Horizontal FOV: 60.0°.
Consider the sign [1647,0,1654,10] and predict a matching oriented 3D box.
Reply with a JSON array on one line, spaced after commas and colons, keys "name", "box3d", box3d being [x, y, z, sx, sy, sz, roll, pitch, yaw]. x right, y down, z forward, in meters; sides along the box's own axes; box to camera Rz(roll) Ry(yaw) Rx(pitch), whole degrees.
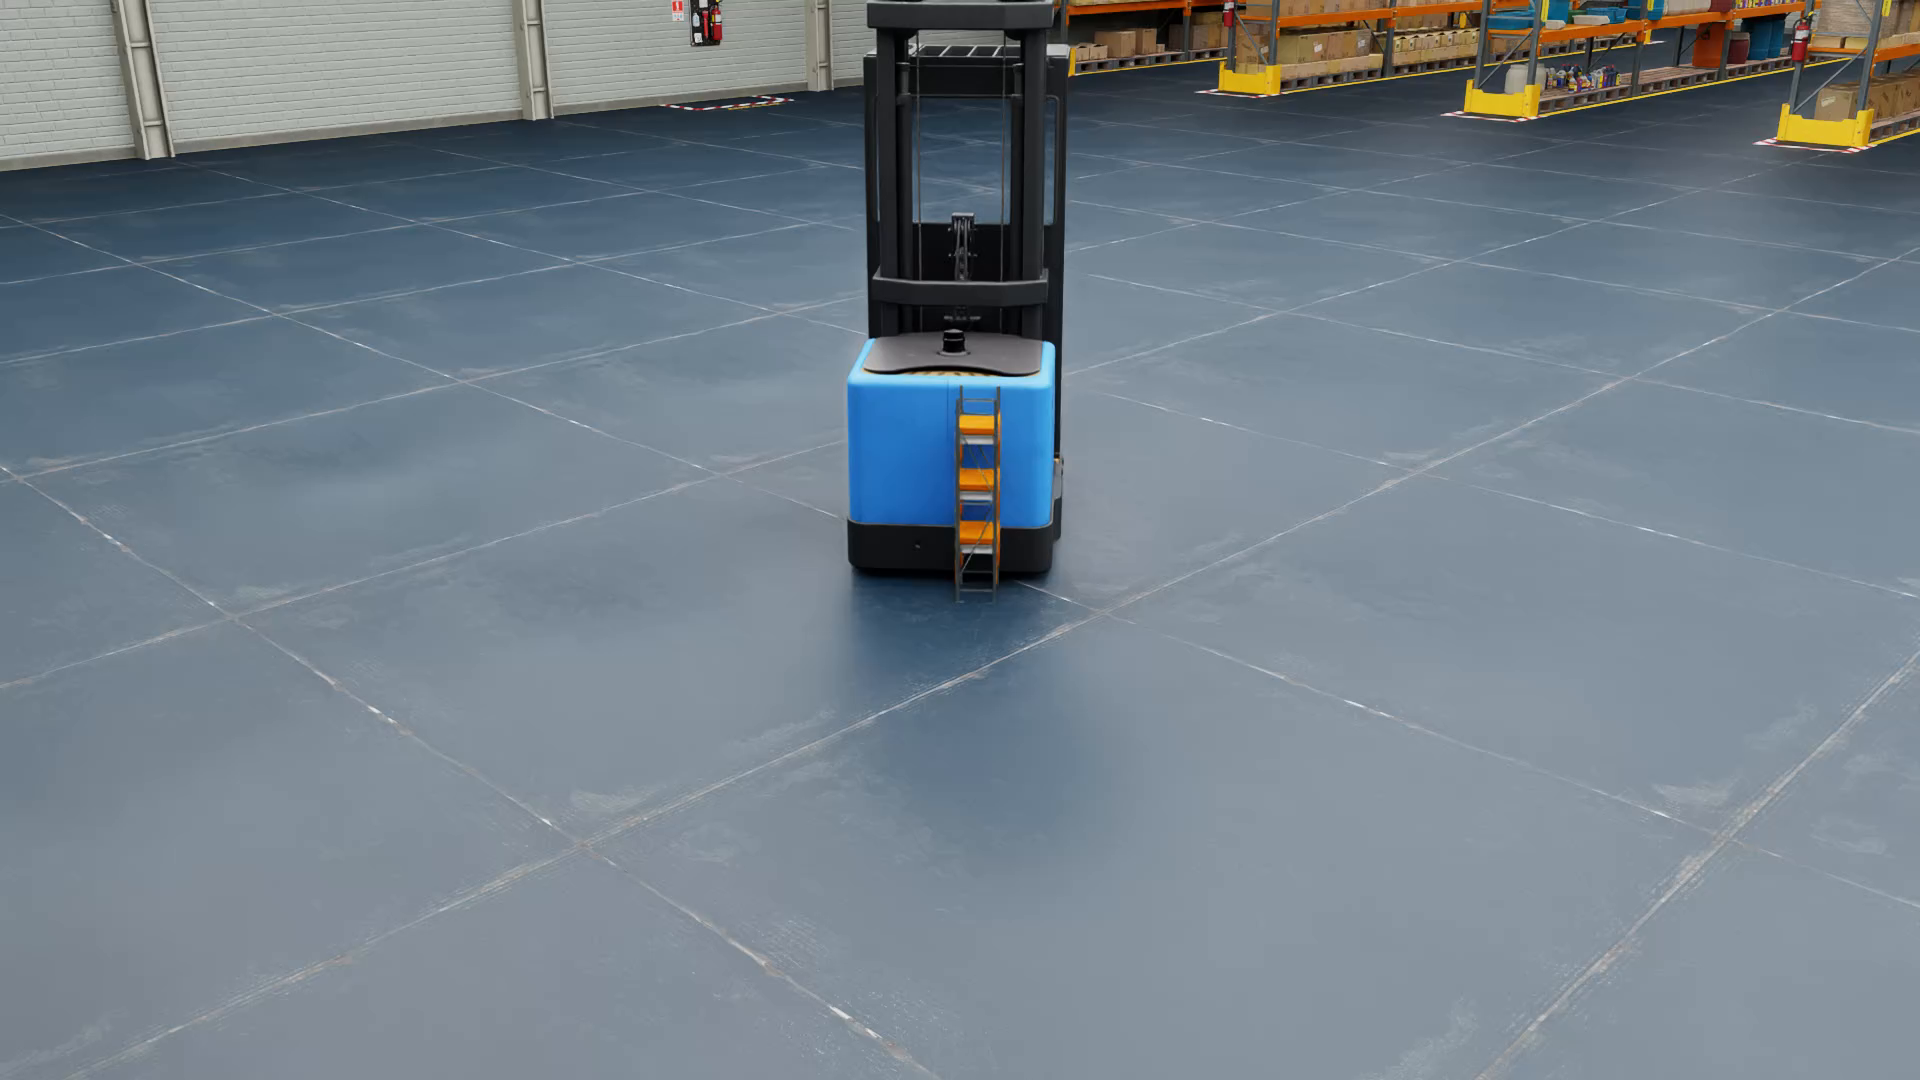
[{"name": "sign", "box3d": [12.018, -9.382, 28.918, 0.100, 0.325, 0.005, 19, 28, 41]}]

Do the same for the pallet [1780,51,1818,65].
[{"name": "pallet", "box3d": [17.698, -10.347, 35.701, 1.003, 0.211, 1.213, 19, 28, 41]}]

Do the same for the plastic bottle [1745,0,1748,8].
[{"name": "plastic bottle", "box3d": [15.278, -10.513, 32.419, 0.152, 0.276, 0.135, 19, 28, 41]}]

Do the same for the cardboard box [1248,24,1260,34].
[{"name": "cardboard box", "box3d": [6.416, -11.639, 38.045, 0.700, 0.500, 0.500, 19, 28, 41]}]

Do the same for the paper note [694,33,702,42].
[{"name": "paper note", "box3d": [-4.498, -8.634, 28.585, 0.016, 0.148, 0.142, 19, 28, 41]}]

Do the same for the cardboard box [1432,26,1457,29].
[{"name": "cardboard box", "box3d": [10.300, -10.776, 35.395, 0.500, 0.311, 0.500, -19, 28, -40]}]

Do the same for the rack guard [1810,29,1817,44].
[{"name": "rack guard", "box3d": [20.011, -11.321, 37.832, 1.175, 0.500, 0.348, 19, 28, 41]}]

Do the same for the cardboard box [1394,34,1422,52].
[{"name": "cardboard box", "box3d": [8.905, -9.980, 33.324, 0.500, 0.311, 0.500, 19, 28, 40]}]

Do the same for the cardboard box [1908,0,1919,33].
[{"name": "cardboard box", "box3d": [13.793, -7.848, 24.757, 0.875, 0.500, 0.500, 19, 28, 41]}]

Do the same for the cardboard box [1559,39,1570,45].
[{"name": "cardboard box", "box3d": [13.527, -11.531, 37.765, 0.500, 0.500, 0.500, 19, 28, 40]}]

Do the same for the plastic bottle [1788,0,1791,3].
[{"name": "plastic bottle", "box3d": [16.914, -11.116, 33.988, 0.152, 0.276, 0.135, 19, 28, 41]}]

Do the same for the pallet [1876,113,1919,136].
[{"name": "pallet", "box3d": [13.886, -6.356, 25.317, 1.003, 0.211, 1.213, 19, 28, 41]}]

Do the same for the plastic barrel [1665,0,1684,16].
[{"name": "plastic barrel", "box3d": [12.968, -9.837, 30.297, 0.433, 0.535, 0.433, 0, 21, 0]}]

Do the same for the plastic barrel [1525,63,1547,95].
[{"name": "plastic barrel", "box3d": [9.595, -7.717, 27.854, 0.421, 0.512, 0.421, 0, 21, 0]}]

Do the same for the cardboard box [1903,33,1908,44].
[{"name": "cardboard box", "box3d": [13.627, -7.345, 24.354, 0.380, 0.149, 0.250, 19, 28, 41]}]

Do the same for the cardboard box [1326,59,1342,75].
[{"name": "cardboard box", "box3d": [6.876, -8.986, 31.520, 0.500, 0.250, 0.500, 19, 28, 41]}]

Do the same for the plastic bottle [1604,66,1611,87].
[{"name": "plastic bottle", "box3d": [11.255, -8.076, 28.983, 0.144, 0.351, 0.185, 18, 27, 38]}]

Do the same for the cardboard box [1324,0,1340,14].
[{"name": "cardboard box", "box3d": [6.708, -10.168, 31.209, 0.500, 0.500, 0.700, -19, 28, -40]}]

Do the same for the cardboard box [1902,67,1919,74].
[{"name": "cardboard box", "box3d": [15.624, -7.345, 26.874, 0.700, 0.500, 0.500, 17, 27, 37]}]

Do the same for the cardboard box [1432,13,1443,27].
[{"name": "cardboard box", "box3d": [12.139, -13.654, 43.315, 0.700, 0.500, 0.500, 19, 28, 40]}]

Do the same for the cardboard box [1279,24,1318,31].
[{"name": "cardboard box", "box3d": [7.931, -12.250, 39.176, 0.750, 0.750, 0.750, 19, 28, 40]}]

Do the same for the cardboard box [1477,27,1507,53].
[{"name": "cardboard box", "box3d": [11.398, -10.747, 35.724, 0.500, 0.500, 0.500, -19, 28, -40]}]

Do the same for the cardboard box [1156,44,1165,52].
[{"name": "cardboard box", "box3d": [4.182, -10.611, 35.837, 0.380, 0.166, 0.250, 15, 26, 34]}]

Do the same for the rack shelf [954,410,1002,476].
[{"name": "rack shelf", "box3d": [0.089, -0.473, 8.079, 0.215, 0.259, 0.240, 1, 21, 4]}]

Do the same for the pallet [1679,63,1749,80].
[{"name": "pallet", "box3d": [14.942, -9.333, 33.063, 1.003, 0.211, 1.213, 19, 28, 41]}]

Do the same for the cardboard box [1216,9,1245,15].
[{"name": "cardboard box", "box3d": [6.061, -11.828, 37.492, 0.500, 0.250, 0.500, 19, 28, 40]}]

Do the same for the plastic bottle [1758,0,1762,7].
[{"name": "plastic bottle", "box3d": [15.795, -10.683, 32.851, 0.061, 0.283, 0.133, 19, 28, 41]}]

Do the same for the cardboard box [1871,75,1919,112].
[{"name": "cardboard box", "box3d": [14.479, -6.941, 25.852, 0.500, 0.500, 0.500, -11, 23, -25]}]

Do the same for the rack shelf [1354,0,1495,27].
[{"name": "rack shelf", "box3d": [9.481, -10.813, 34.028, 1.077, 0.370, 4.000, 19, 28, 41]}]

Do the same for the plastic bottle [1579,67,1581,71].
[{"name": "plastic bottle", "box3d": [10.966, -8.242, 29.511, 0.061, 0.283, 0.133, 19, 28, 41]}]

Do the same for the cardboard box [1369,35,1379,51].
[{"name": "cardboard box", "box3d": [8.163, -9.985, 33.336, 0.500, 0.311, 0.500, 19, 28, 41]}]

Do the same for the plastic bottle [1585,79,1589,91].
[{"name": "plastic bottle", "box3d": [10.707, -7.792, 28.453, 0.097, 0.201, 0.097, 0, 21, 0]}]

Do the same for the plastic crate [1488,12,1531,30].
[{"name": "plastic crate", "box3d": [8.976, -8.500, 27.215, 0.499, 0.251, 0.616, 19, 28, 41]}]

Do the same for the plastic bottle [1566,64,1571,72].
[{"name": "plastic bottle", "box3d": [10.771, -8.259, 29.460, 0.185, 0.351, 0.144, -19, 28, -41]}]

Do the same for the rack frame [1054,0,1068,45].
[{"name": "rack frame", "box3d": [1.743, -10.845, 33.109, 1.000, 3.000, 0.127, 19, 28, 41]}]

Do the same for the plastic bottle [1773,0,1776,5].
[{"name": "plastic bottle", "box3d": [16.307, -10.892, 33.405, 0.152, 0.276, 0.135, 19, 28, 41]}]

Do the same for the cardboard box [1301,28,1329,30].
[{"name": "cardboard box", "box3d": [6.840, -9.599, 32.070, 0.500, 0.500, 0.500, 19, 28, 41]}]

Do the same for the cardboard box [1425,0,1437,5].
[{"name": "cardboard box", "box3d": [9.350, -11.139, 33.734, 0.500, 0.500, 0.500, 19, 28, 41]}]

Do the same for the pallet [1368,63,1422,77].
[{"name": "pallet", "box3d": [8.571, -9.532, 33.580, 1.003, 0.211, 1.213, 19, 28, 41]}]

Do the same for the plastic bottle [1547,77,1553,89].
[{"name": "plastic bottle", "box3d": [10.203, -7.914, 28.770, 0.097, 0.201, 0.097, 0, 21, 0]}]

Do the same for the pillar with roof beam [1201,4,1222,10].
[{"name": "pillar with roof beam", "box3d": [8.882, -14.507, 34.274, 9.100, 9.000, 0.400, 19, 28, 41]}]

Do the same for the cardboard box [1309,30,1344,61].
[{"name": "cardboard box", "box3d": [6.877, -9.336, 31.385, 0.500, 0.500, 0.500, 19, 28, 41]}]

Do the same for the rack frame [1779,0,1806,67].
[{"name": "rack frame", "box3d": [17.213, -11.450, 34.684, 1.000, 3.000, 0.127, 19, 28, 41]}]

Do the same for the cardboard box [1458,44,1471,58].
[{"name": "cardboard box", "box3d": [10.327, -10.246, 34.797, 0.500, 0.250, 0.500, 19, 28, 40]}]

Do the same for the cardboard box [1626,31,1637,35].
[{"name": "cardboard box", "box3d": [16.254, -12.556, 40.432, 0.500, 0.500, 0.500, 19, 28, 41]}]

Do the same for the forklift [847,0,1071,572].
[{"name": "forklift", "box3d": [0.050, -1.690, 9.385, 1.130, 2.935, 3.031, 2, 21, 4]}]

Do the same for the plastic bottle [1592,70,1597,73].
[{"name": "plastic bottle", "box3d": [11.132, -8.071, 29.076, 0.152, 0.276, 0.135, 19, 28, 41]}]

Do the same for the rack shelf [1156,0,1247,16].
[{"name": "rack shelf", "box3d": [5.929, -12.052, 37.251, 1.077, 0.370, 4.000, 19, 28, 41]}]

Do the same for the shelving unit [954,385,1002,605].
[{"name": "shelving unit", "box3d": [0.088, -0.218, 8.177, 0.215, 1.050, 0.252, 1, 21, 4]}]

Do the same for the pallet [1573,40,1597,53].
[{"name": "pallet", "box3d": [14.146, -11.565, 38.871, 1.003, 0.211, 1.213, 19, 28, 41]}]

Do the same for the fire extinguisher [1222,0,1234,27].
[{"name": "fire extinguisher", "box3d": [4.880, -9.656, 30.124, 0.296, 0.674, 0.183, 19, 28, 41]}]
